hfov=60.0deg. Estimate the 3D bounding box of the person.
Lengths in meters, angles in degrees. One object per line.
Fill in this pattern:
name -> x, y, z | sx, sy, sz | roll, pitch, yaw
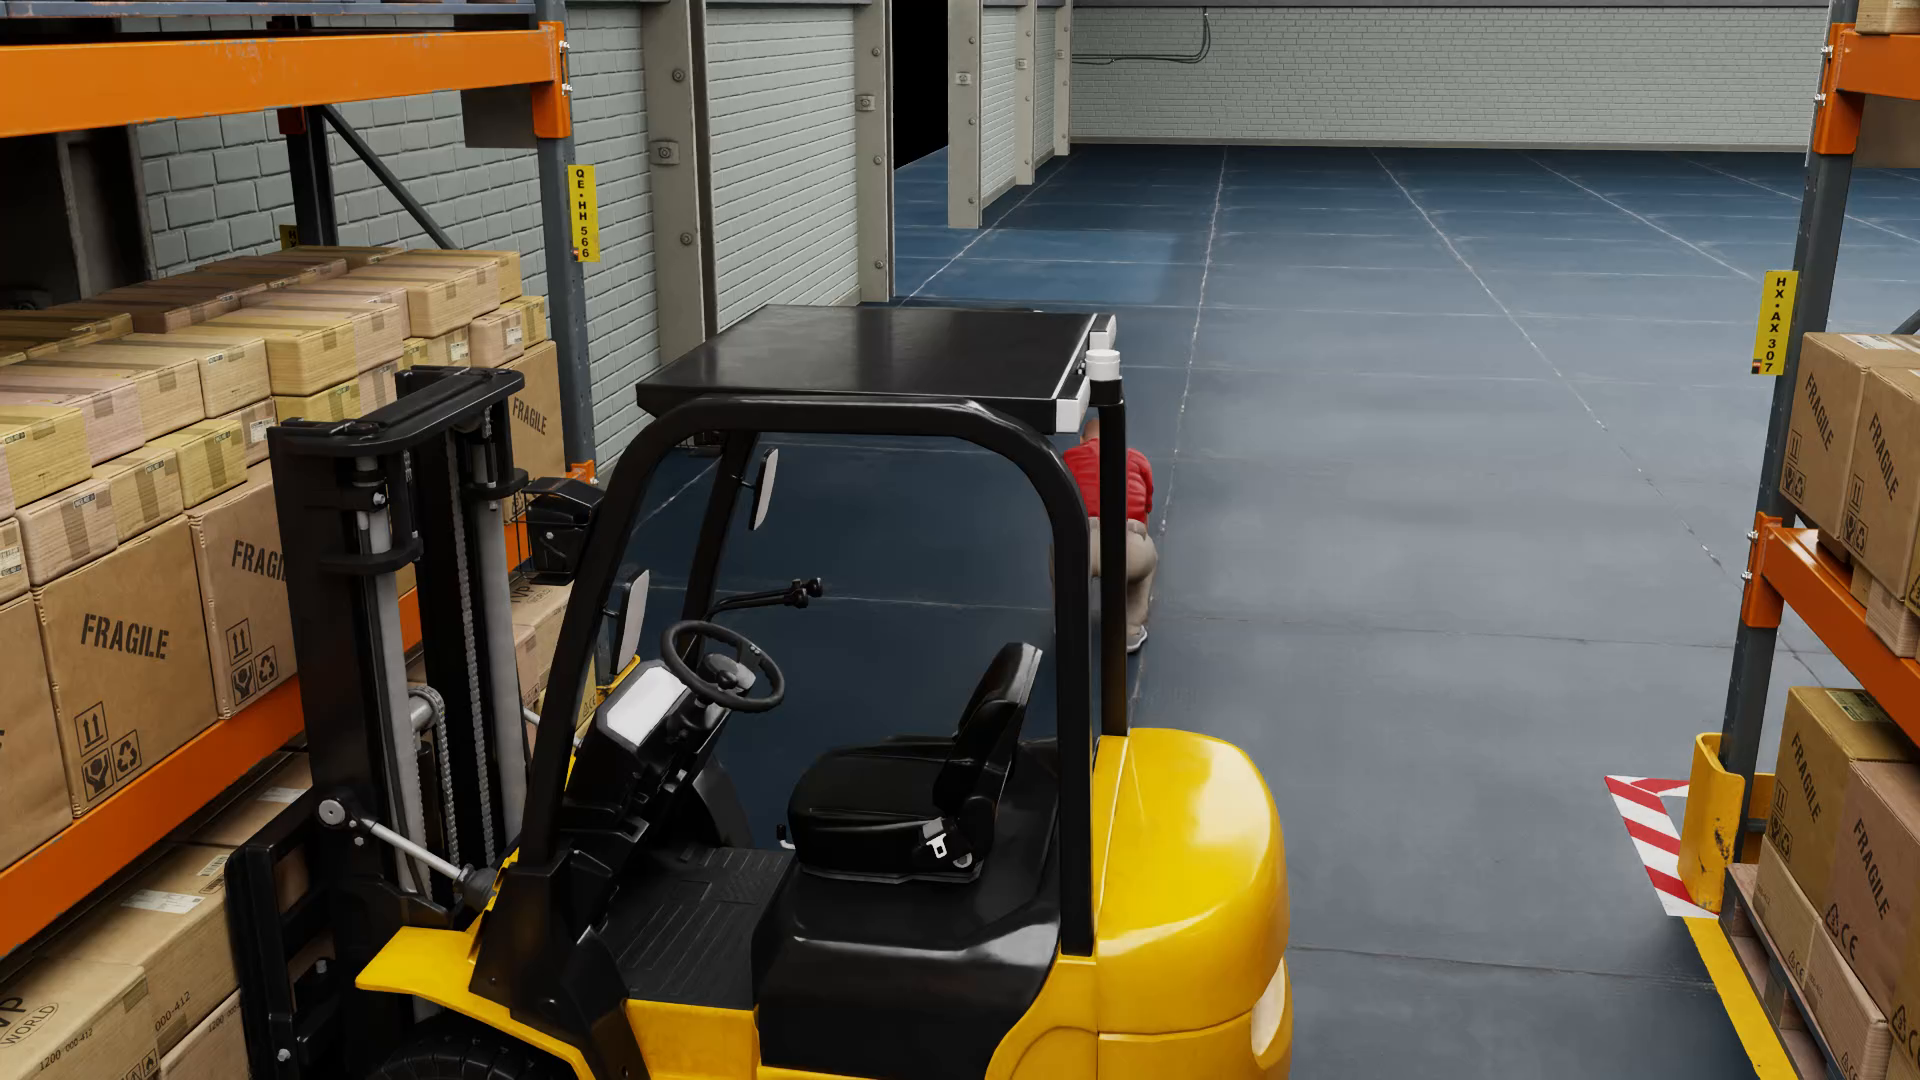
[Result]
person -> 0.678, -0.023, 7.891 | 0.533, 0.987, 0.890 | 2, 18, 7
